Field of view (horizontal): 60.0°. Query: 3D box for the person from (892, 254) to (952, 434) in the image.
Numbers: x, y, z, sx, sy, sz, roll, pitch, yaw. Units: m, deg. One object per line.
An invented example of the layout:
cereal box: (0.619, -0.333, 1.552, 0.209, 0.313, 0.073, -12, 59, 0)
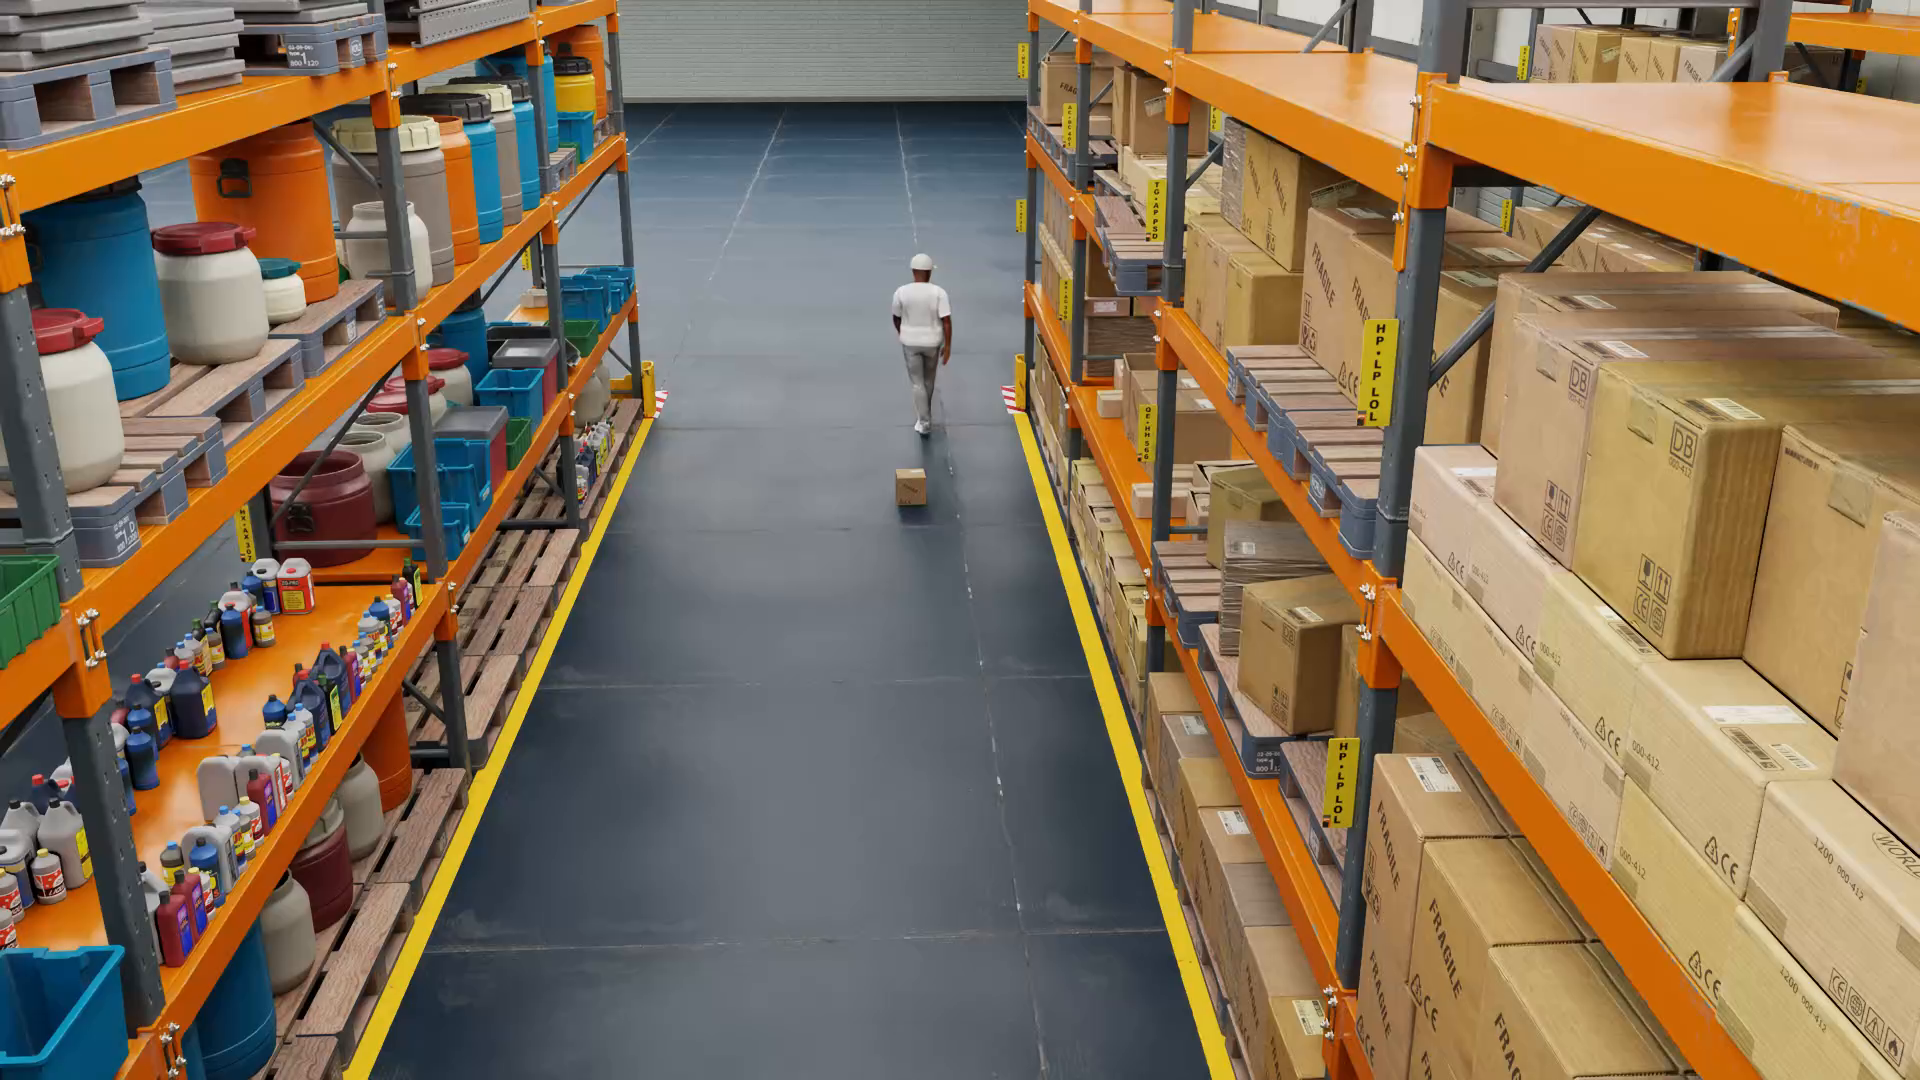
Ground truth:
person: (-0.389, -1.981, 16.366, 0.564, 1.718, 0.933, -2, 20, -6)
